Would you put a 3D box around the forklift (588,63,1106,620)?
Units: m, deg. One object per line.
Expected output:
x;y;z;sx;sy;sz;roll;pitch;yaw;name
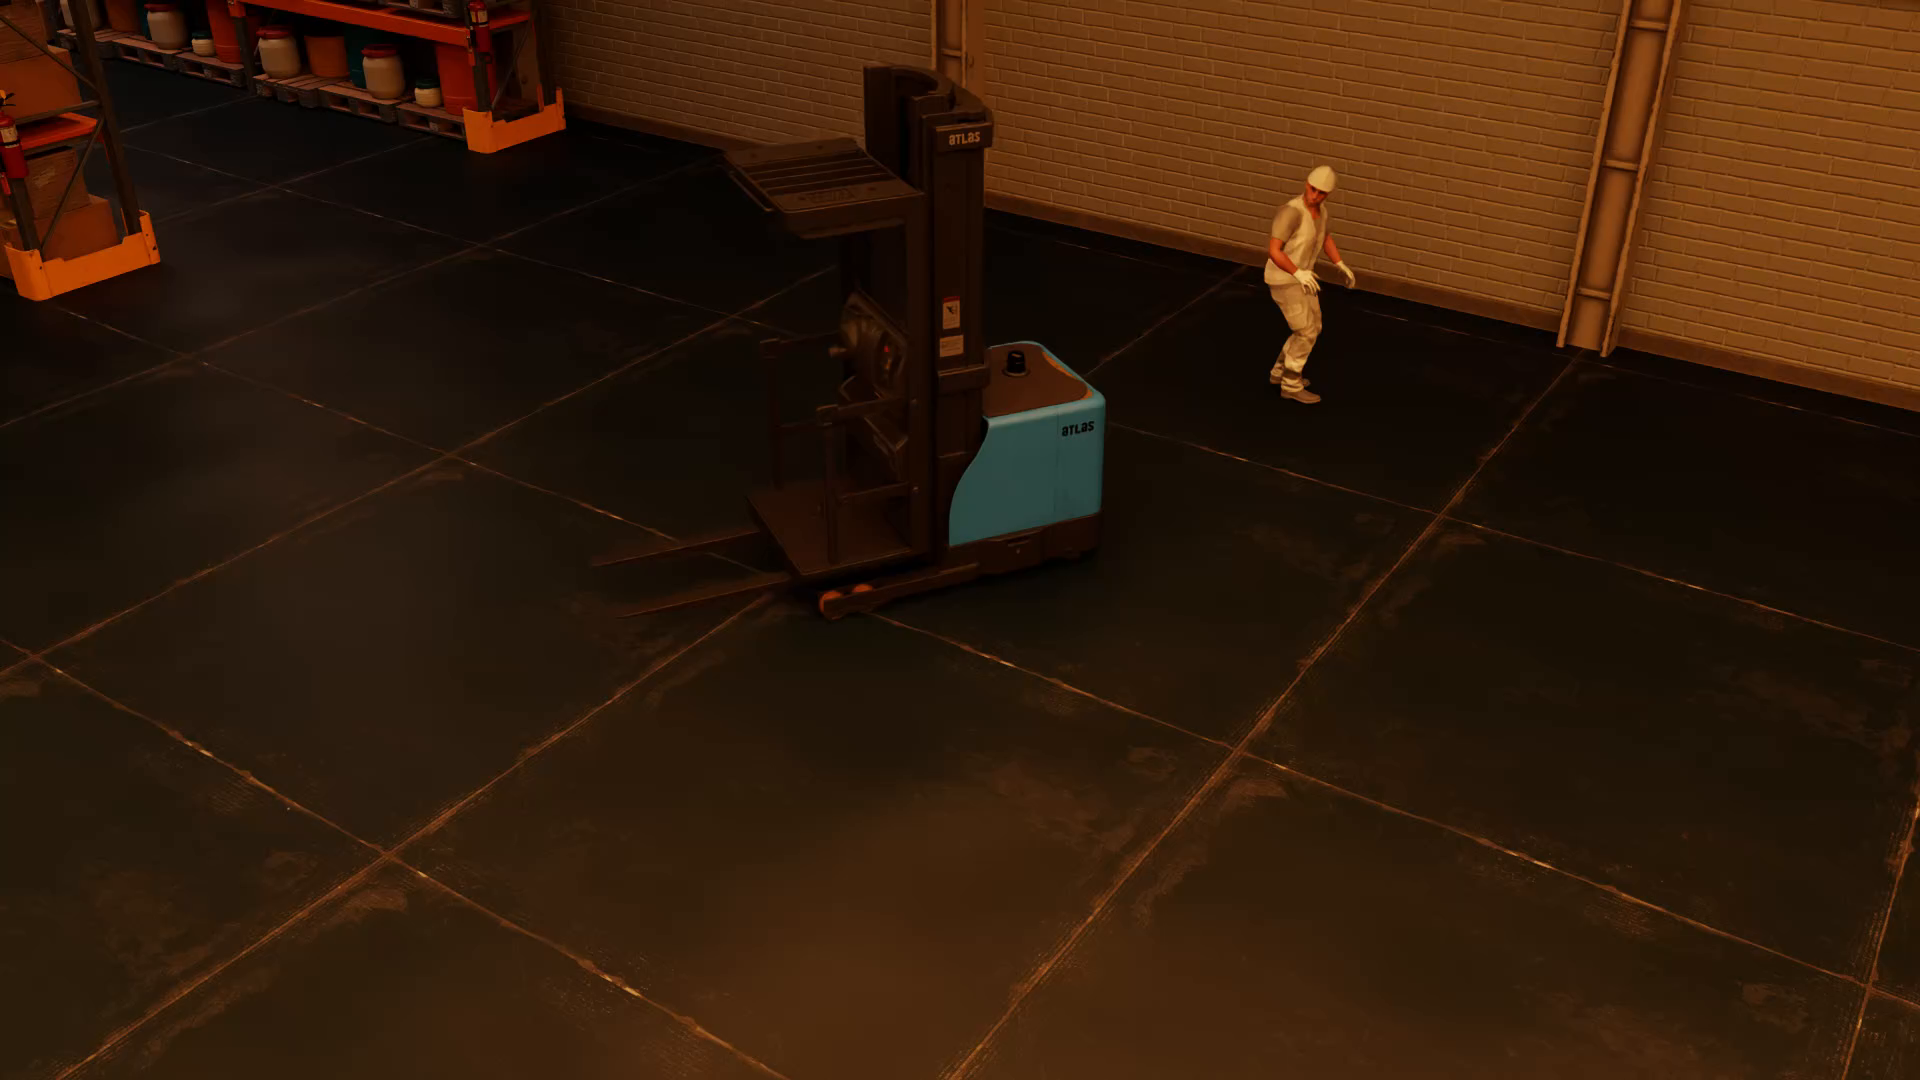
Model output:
-0.684;-1.103;9.481;3.031;2.935;1.130;-13;32;-21;forklift

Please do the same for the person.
2.492;-1.853;11.994;0.520;1.728;0.763;19;35;29;person
